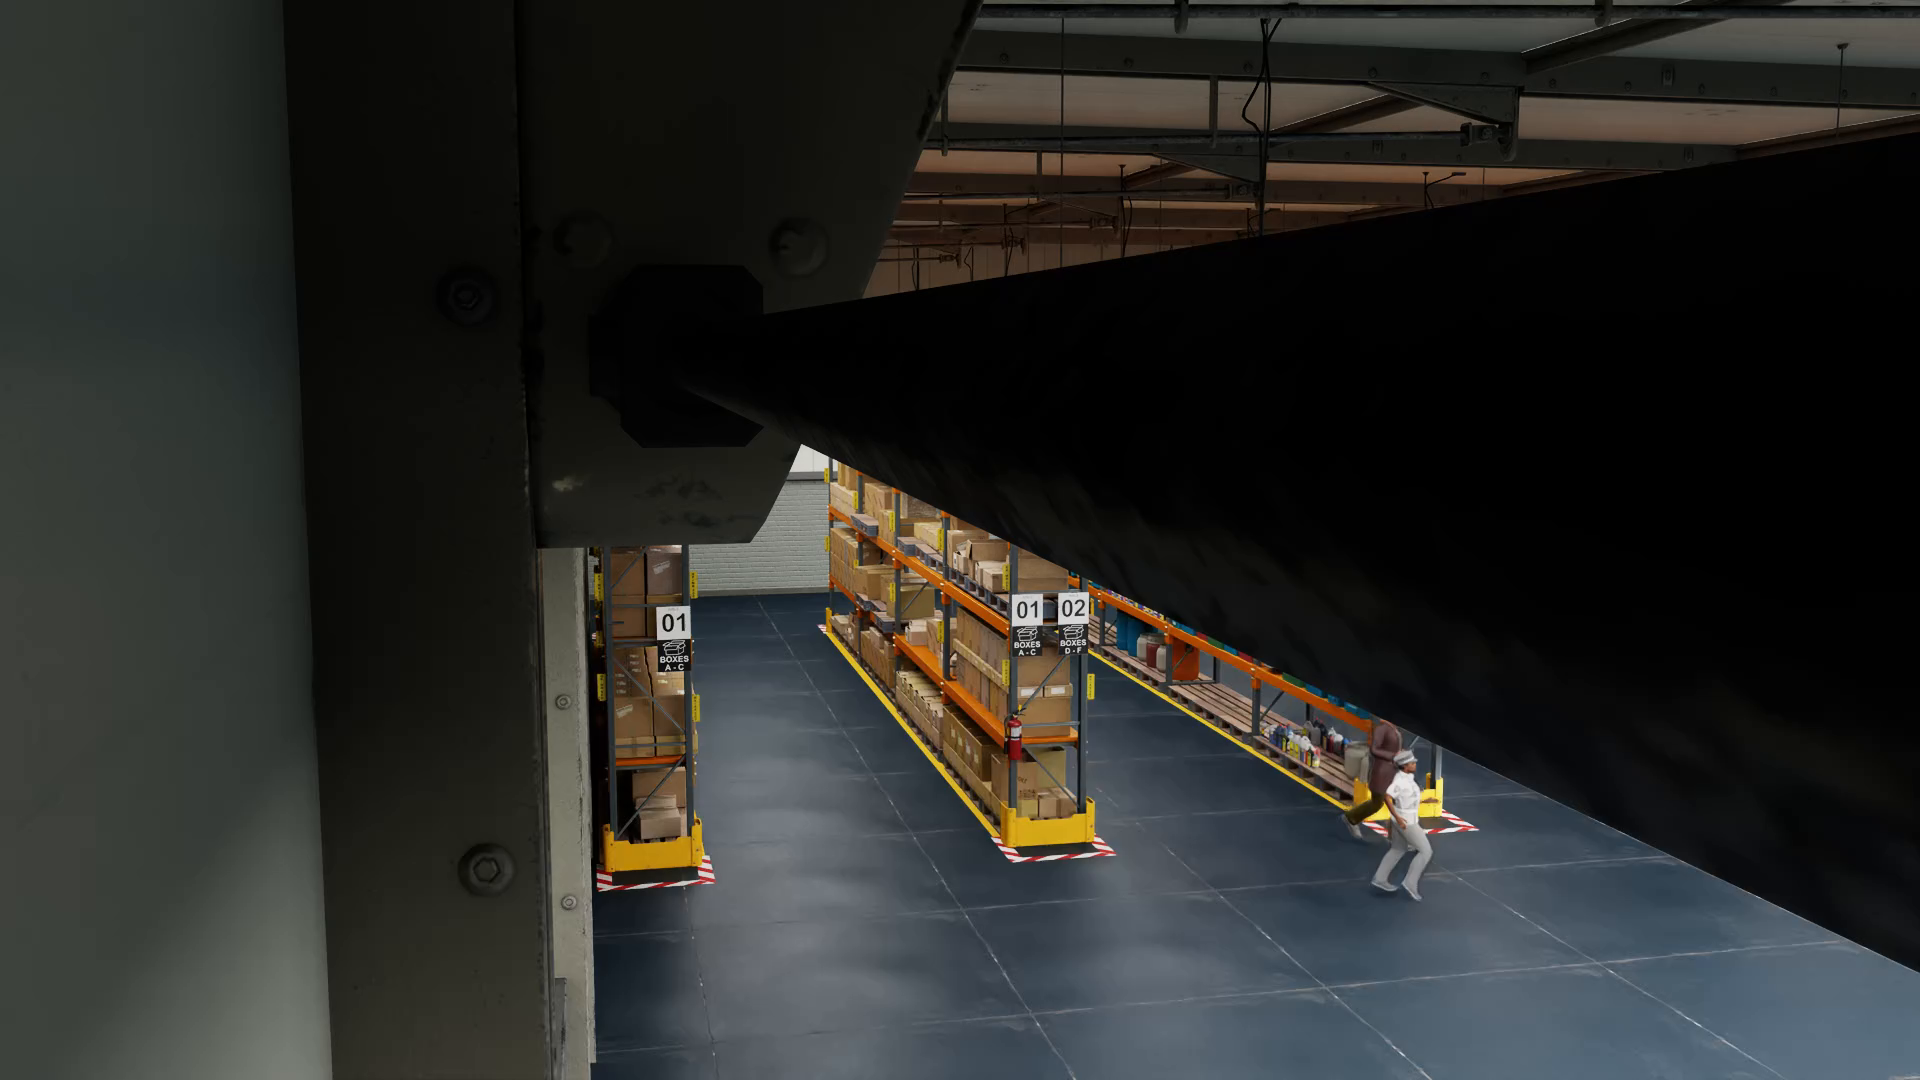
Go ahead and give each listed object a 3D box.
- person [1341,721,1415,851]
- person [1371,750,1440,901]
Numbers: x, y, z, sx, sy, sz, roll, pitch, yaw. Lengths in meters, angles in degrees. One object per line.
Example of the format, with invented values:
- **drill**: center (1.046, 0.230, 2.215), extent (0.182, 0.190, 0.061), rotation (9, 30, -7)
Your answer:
- **person**: center (5.359, 2.963, 21.021), extent (0.967, 1.789, 0.718), rotation (6, 9, 42)
- **person**: center (5.093, 3.250, 18.989), extent (0.724, 1.738, 0.544), rotation (1, 7, 9)
